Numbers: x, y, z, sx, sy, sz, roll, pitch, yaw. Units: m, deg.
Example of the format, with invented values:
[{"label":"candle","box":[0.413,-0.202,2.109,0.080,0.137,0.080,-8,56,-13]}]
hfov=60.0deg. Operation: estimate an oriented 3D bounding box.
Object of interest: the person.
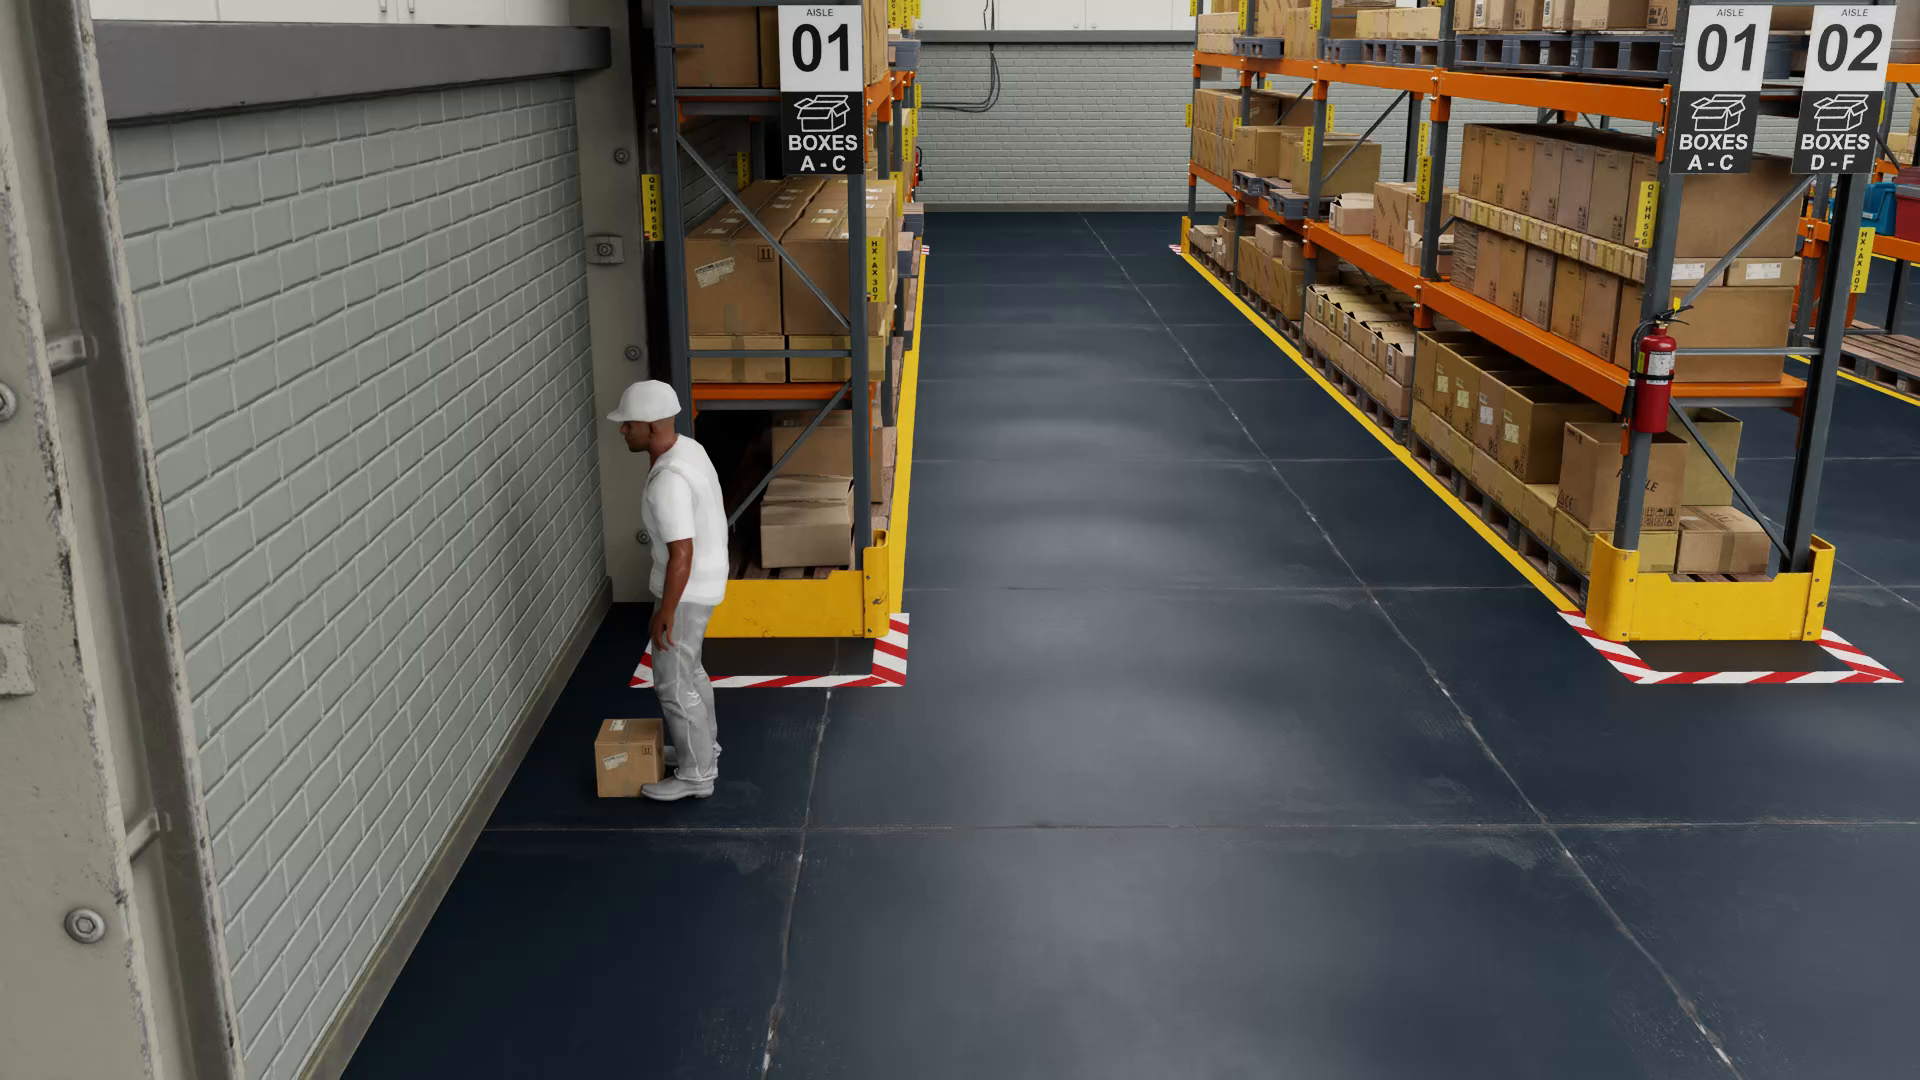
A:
[{"label":"person","box":[-1.175,0.203,6.850,0.455,1.761,0.635,-1,17,-4]}]
